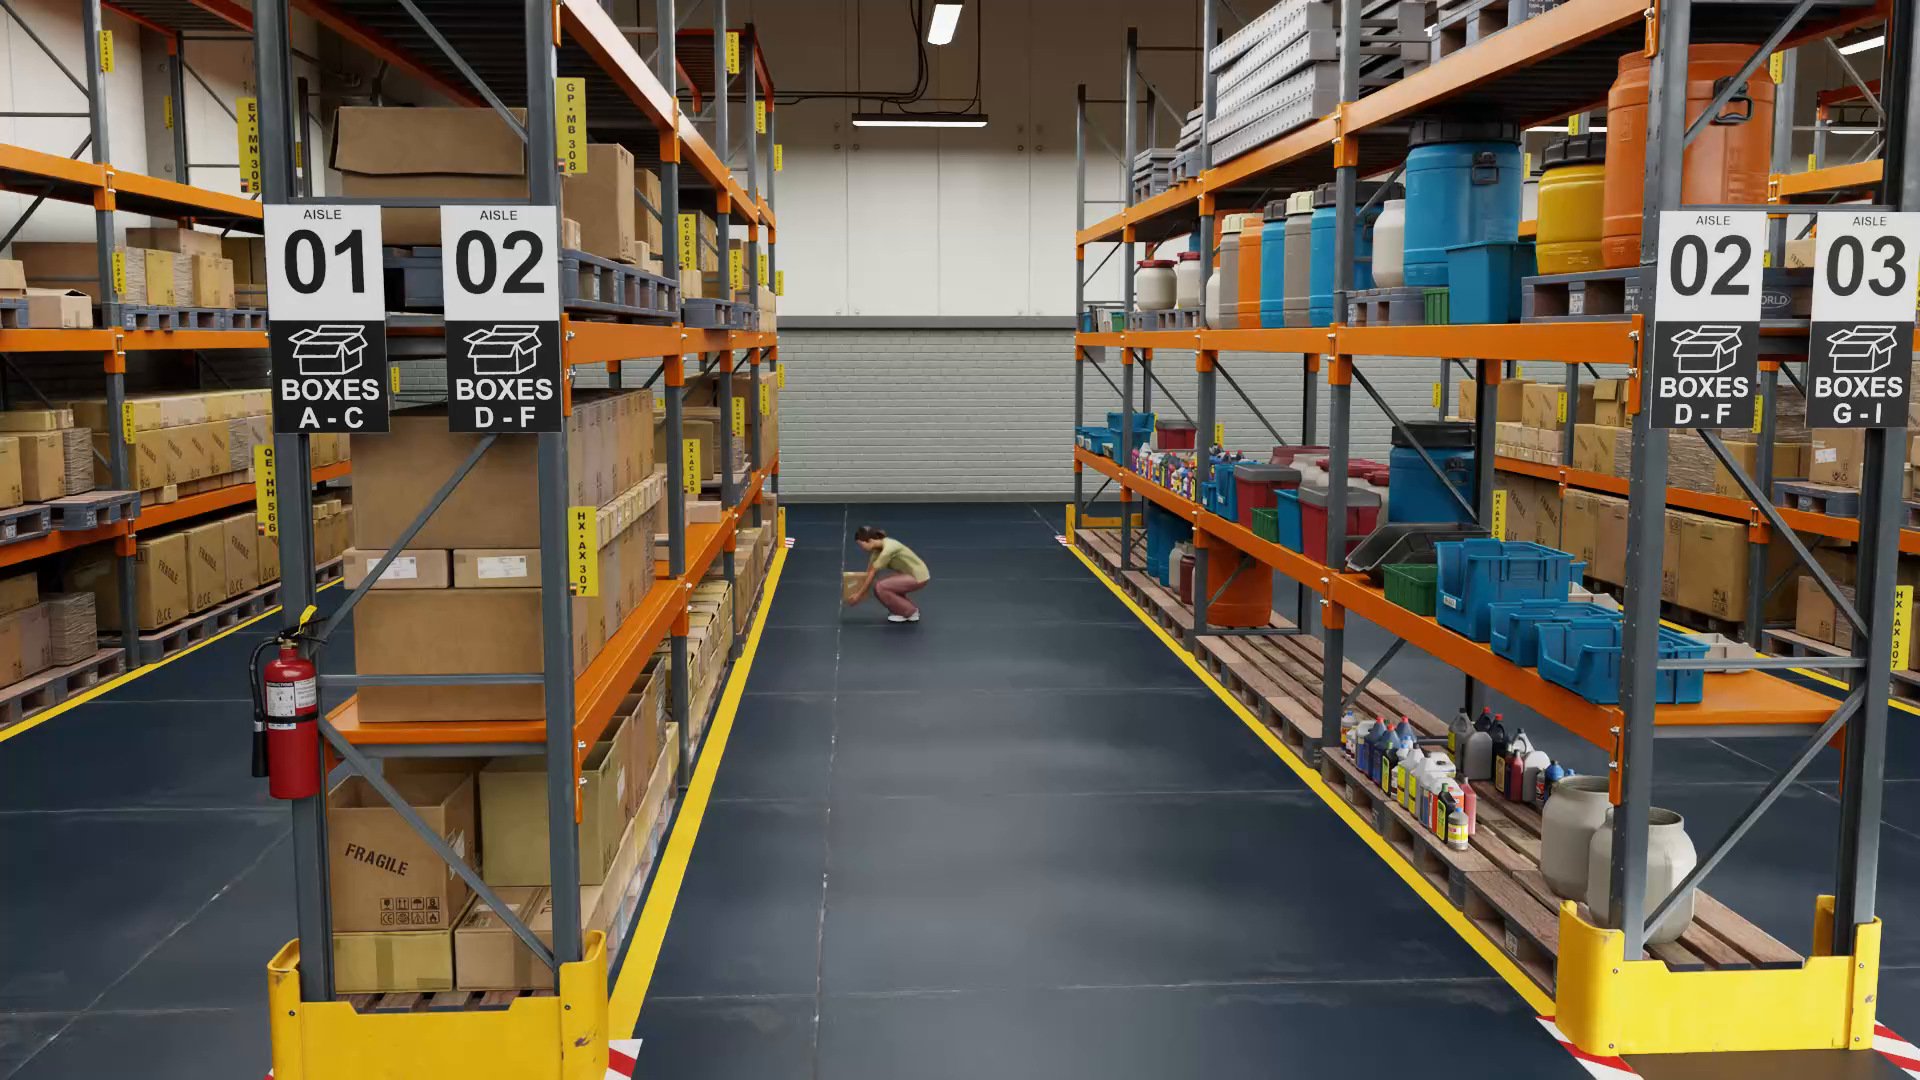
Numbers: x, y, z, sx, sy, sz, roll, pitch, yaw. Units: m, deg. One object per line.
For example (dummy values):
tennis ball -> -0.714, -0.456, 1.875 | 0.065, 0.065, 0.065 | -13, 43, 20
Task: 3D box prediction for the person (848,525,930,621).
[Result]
person -> -0.696, 0.316, 16.242 | 0.809, 0.941, 0.468 | -1, 7, -5
